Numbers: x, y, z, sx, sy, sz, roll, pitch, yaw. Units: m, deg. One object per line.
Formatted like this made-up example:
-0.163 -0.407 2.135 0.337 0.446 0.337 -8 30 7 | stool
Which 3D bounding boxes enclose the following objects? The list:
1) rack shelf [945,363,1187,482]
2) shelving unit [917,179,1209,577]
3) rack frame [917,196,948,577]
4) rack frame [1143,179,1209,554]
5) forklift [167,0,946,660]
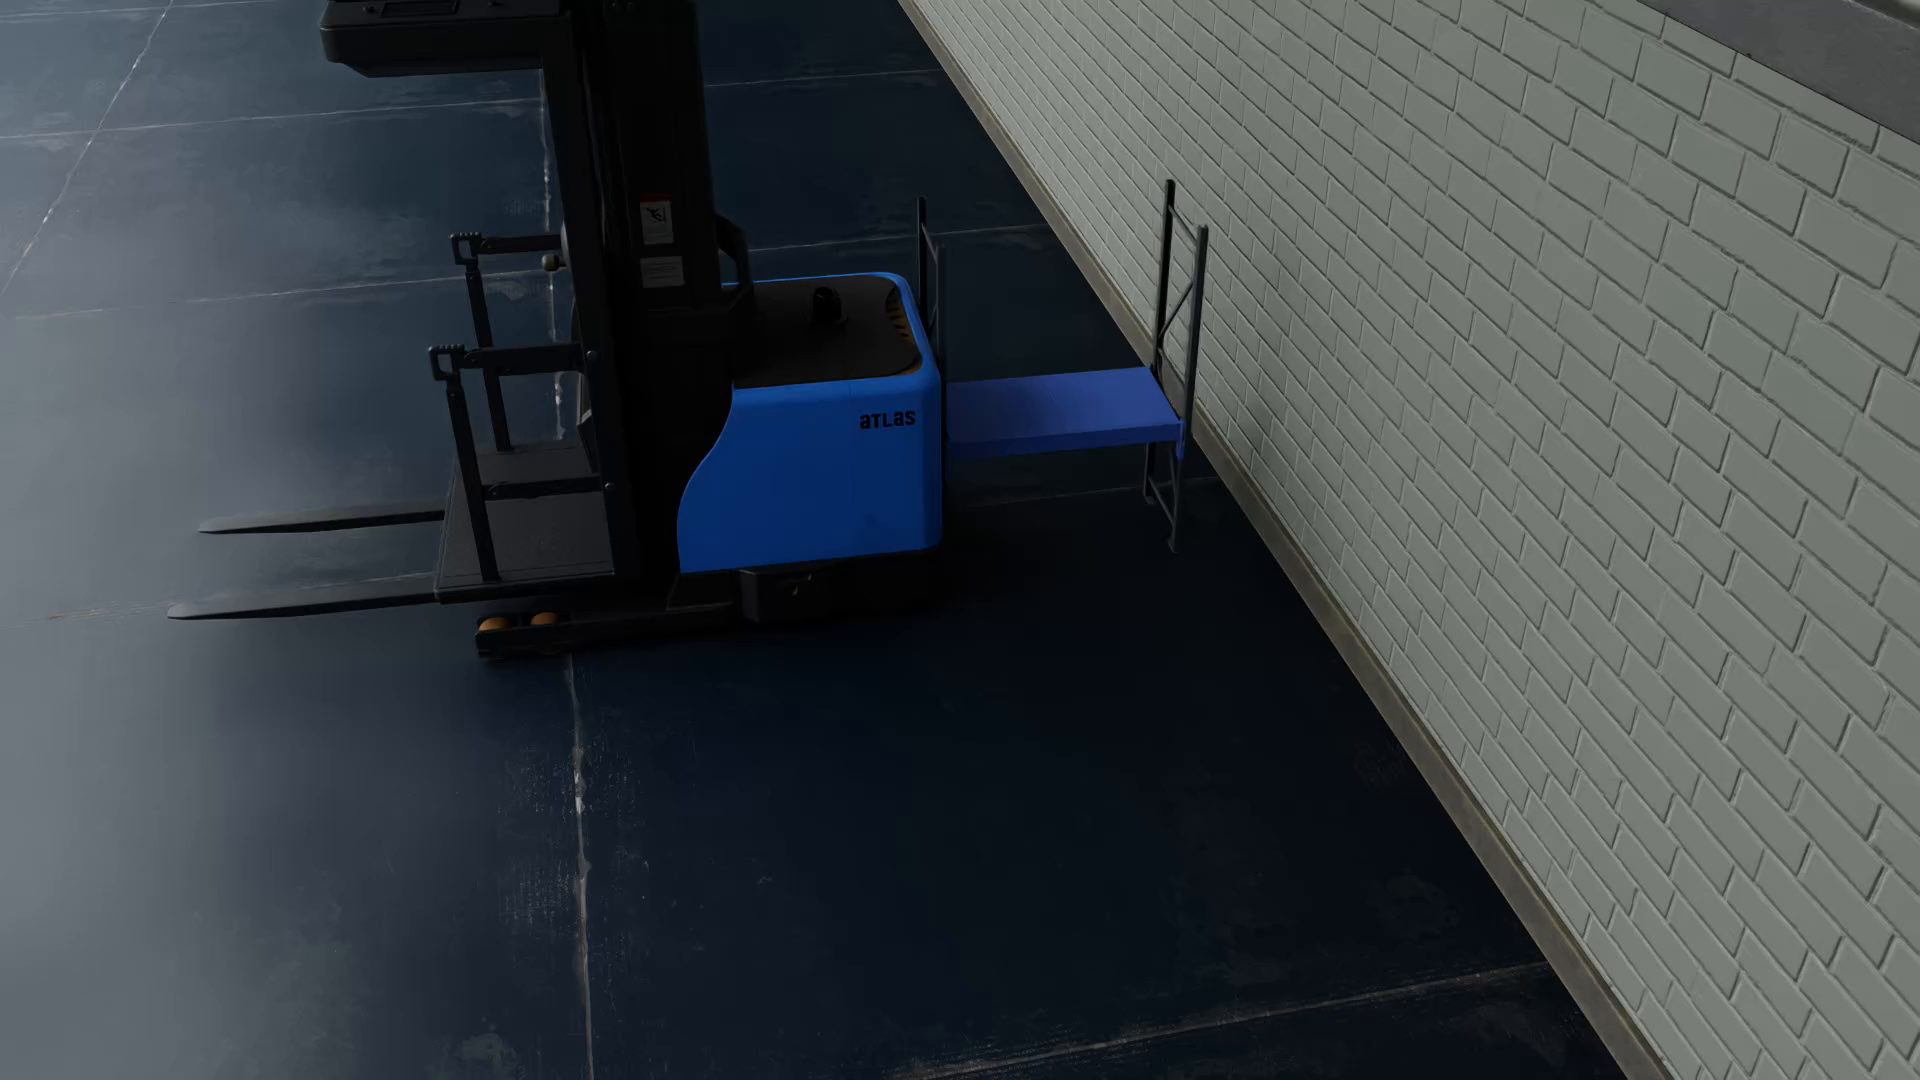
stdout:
0.389 -0.503 6.976 1.000 0.185 0.538 -6 34 -8 | rack shelf
0.389 -0.652 6.876 1.048 1.500 0.538 -6 34 -8 | shelving unit
-0.111 -0.603 6.803 0.032 1.500 0.500 -6 34 -8 | rack frame
0.890 -0.701 6.949 0.032 1.500 0.500 -6 34 -8 | rack frame
-1.624 -1.065 6.206 3.031 2.935 1.130 -6 34 -8 | forklift
